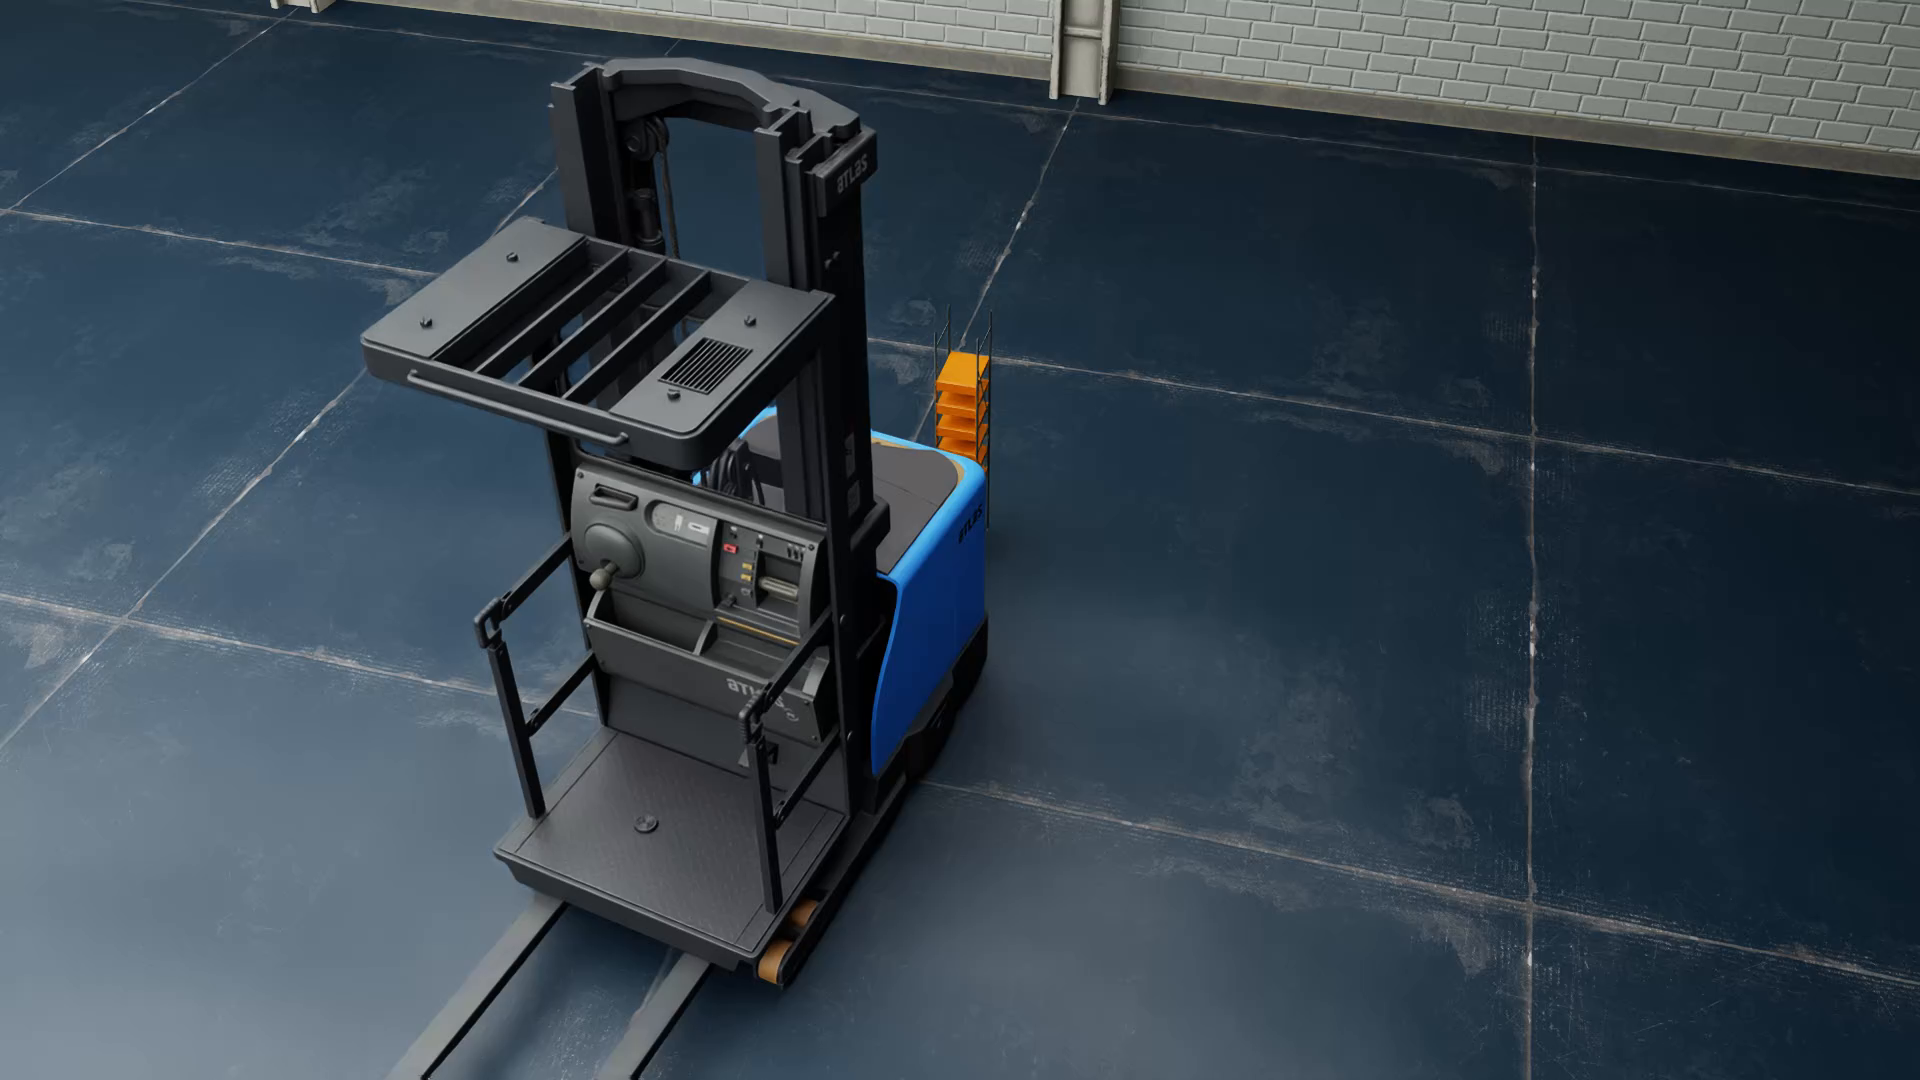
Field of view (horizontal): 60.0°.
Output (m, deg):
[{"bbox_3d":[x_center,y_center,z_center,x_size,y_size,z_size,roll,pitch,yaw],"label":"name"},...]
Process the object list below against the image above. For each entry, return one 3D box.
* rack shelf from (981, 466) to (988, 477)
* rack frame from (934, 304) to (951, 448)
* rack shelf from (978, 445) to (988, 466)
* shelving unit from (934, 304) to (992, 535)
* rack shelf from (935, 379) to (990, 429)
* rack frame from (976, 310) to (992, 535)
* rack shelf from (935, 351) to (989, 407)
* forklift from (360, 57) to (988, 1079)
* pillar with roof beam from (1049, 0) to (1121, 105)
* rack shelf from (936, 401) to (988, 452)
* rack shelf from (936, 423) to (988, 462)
[{"bbox_3d":[0.014,-0.239,7.544,0.180,0.103,0.258,10,41,11],"label":"rack shelf"},{"bbox_3d":[-0.074,-0.472,7.379,0.006,1.200,0.240,10,41,11],"label":"rack frame"},{"bbox_3d":[0.014,-0.331,7.467,0.180,0.103,0.258,10,41,11],"label":"rack shelf"},{"bbox_3d":[0.014,-0.457,7.361,0.189,1.200,0.258,10,41,11],"label":"shelving unit"},{"bbox_3d":[0.014,-0.607,7.236,0.180,0.103,0.258,10,41,11],"label":"rack shelf"},{"bbox_3d":[0.102,-0.442,7.343,0.006,1.200,0.240,10,41,11],"label":"rack frame"},{"bbox_3d":[0.014,-0.699,7.158,0.180,0.103,0.258,10,41,11],"label":"rack shelf"},{"bbox_3d":[-0.969,0.122,5.326,1.130,2.935,3.031,17,43,19],"label":"forklift"},{"bbox_3d":[-0.273,-3.845,5.331,0.400,9.000,9.100,10,41,11],"label":"pillar with roof beam"},{"bbox_3d":[0.014,-0.515,7.313,0.180,0.103,0.258,10,41,11],"label":"rack shelf"},{"bbox_3d":[0.014,-0.423,7.390,0.180,0.103,0.258,10,41,11],"label":"rack shelf"}]
